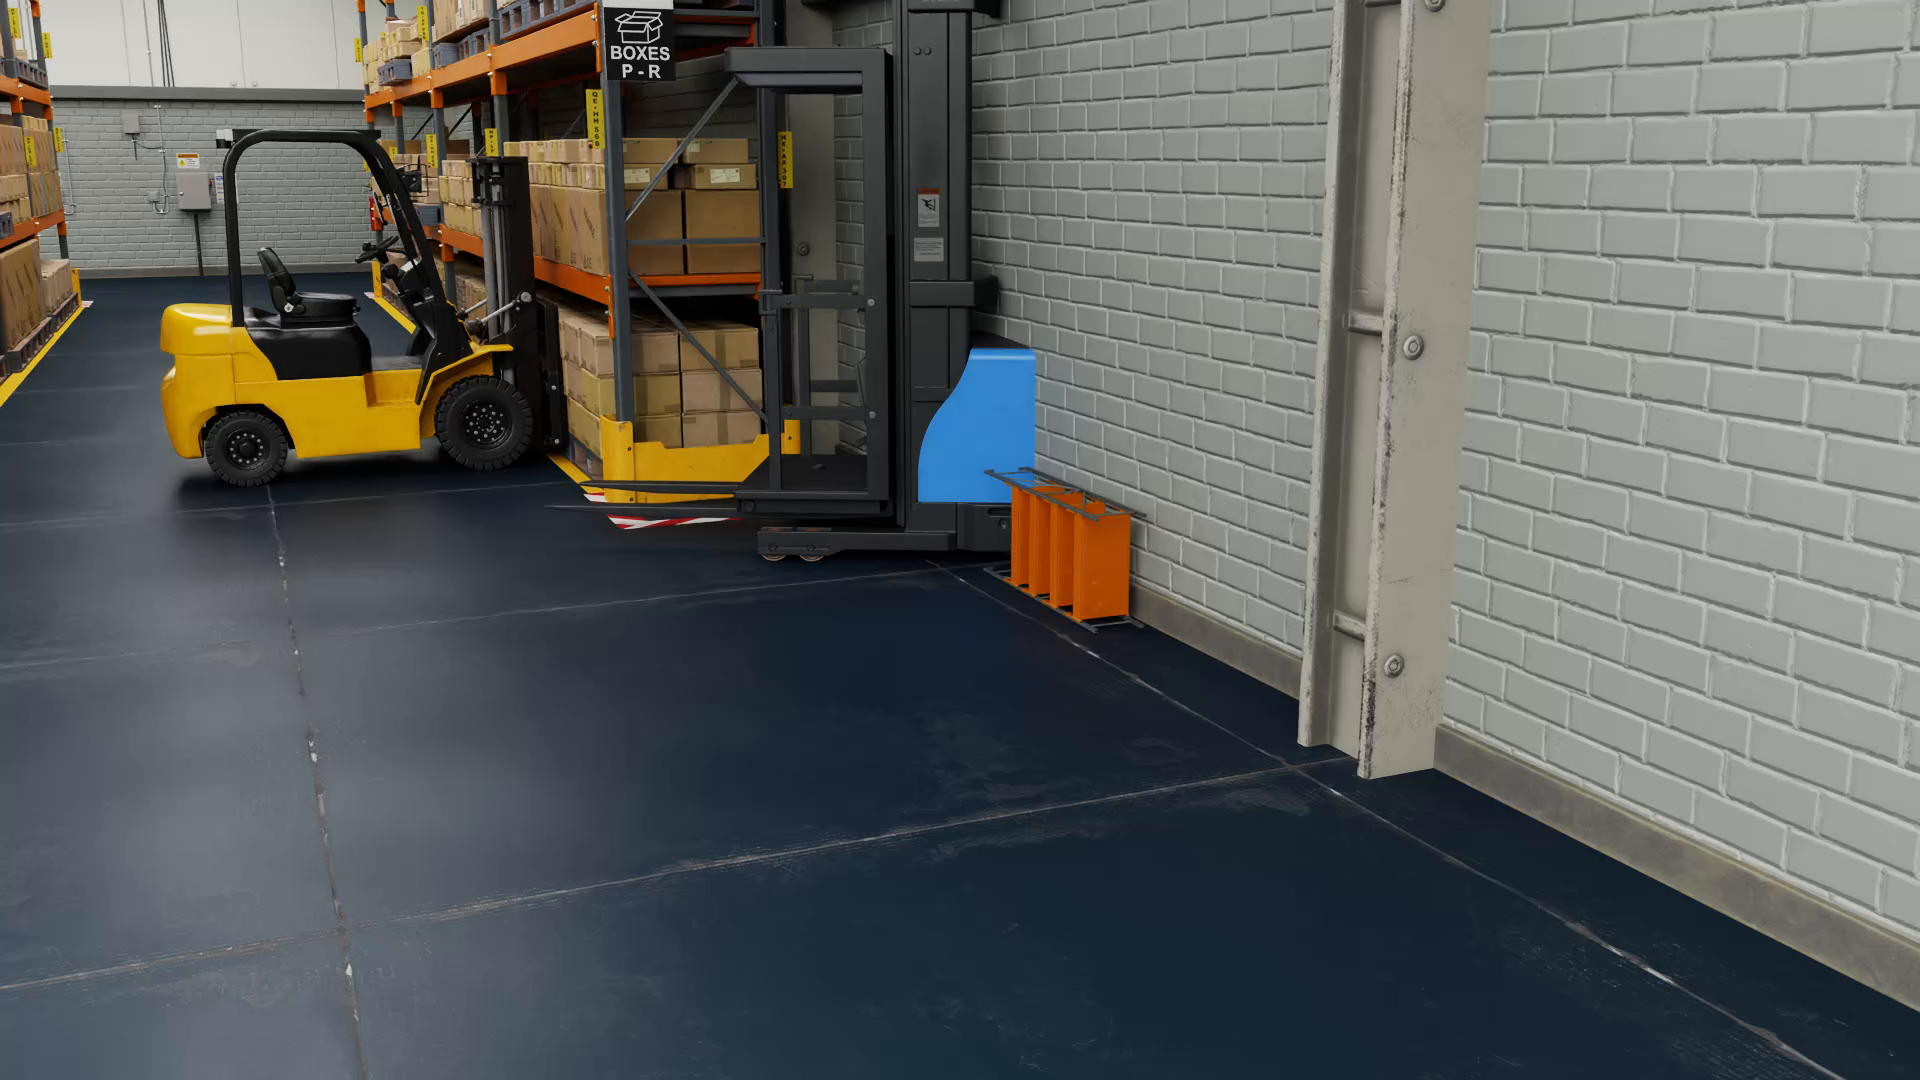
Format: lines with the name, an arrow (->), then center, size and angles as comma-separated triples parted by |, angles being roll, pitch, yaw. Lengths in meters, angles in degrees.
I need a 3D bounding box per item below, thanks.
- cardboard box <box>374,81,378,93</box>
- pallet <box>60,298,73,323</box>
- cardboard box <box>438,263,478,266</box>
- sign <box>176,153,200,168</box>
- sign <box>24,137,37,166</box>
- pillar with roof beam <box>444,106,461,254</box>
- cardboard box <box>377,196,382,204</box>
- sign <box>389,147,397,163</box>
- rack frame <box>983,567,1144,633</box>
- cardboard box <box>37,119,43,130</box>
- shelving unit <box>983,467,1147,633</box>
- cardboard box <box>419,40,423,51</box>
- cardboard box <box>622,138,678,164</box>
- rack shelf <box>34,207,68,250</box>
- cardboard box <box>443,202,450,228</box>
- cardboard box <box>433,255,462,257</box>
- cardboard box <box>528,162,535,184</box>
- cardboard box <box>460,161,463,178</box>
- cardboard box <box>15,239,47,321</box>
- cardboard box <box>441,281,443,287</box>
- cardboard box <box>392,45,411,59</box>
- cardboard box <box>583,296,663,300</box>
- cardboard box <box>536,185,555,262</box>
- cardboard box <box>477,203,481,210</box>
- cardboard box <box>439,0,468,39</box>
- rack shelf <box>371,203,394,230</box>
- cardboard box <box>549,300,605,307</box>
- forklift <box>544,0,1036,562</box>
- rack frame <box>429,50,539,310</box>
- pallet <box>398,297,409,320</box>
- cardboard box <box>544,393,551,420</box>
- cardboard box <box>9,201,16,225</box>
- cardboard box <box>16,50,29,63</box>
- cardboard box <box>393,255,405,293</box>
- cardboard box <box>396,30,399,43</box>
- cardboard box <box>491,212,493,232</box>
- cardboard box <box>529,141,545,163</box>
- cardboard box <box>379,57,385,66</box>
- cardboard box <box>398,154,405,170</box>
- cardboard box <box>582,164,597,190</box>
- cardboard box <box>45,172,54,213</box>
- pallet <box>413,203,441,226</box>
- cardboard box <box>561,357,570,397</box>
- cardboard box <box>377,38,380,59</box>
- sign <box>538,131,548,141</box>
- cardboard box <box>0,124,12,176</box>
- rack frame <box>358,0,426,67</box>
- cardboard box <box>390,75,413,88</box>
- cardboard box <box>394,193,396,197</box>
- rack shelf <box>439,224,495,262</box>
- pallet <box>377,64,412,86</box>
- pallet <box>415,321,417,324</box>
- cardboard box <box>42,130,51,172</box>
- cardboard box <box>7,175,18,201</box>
cardboard box -> -7.522, -5.975, 21.939 | 0.380, 0.149, 0.250 | -6, 14, -23
pallet -> -11.631, -2.831, 20.634 | 1.003, 0.211, 1.213 | -6, 14, -23
cardboard box -> -5.390, -2.890, 17.876 | 0.380, 0.149, 0.250 | -6, 14, -25
sign -> -12.939, -6.362, 27.874 | 0.339, 0.242, 0.001 | -6, 14, -23
sign -> -10.413, -4.349, 18.618 | 0.100, 0.325, 0.005 | -6, 14, -23
pillar with roof beam -> -12.160, -8.221, 24.433 | 9.100, 9.000, 0.400 | -6, 14, -23
cardboard box -> -8.081, -4.833, 23.658 | 0.380, 0.149, 0.250 | -6, 14, -23
sign -> -6.853, -4.593, 20.144 | 0.100, 0.325, 0.005 | -6, 14, -23
rack frame -> 0.455, 0.257, 7.694 | 0.240, 0.015, 1.200 | -5, 14, -22
cardboard box -> -11.813, -5.243, 20.995 | 0.380, 0.149, 0.250 | -5, 14, -22
shelving unit -> 0.455, 0.020, 7.639 | 0.258, 0.503, 1.200 | -5, 14, -22
cardboard box -> -5.611, -5.298, 17.904 | 0.380, 0.149, 0.250 | -5, 14, -21
cardboard box -> -1.889, -2.307, 9.867 | 0.380, 0.149, 0.250 | -6, 14, -23
rack shelf -> -11.707, -3.836, 20.386 | 1.077, 0.370, 4.000 | -6, 14, -23
cardboard box -> -4.803, -3.209, 16.415 | 0.500, 0.250, 0.500 | -6, 14, -23
cardboard box -> -5.976, -3.214, 19.278 | 0.380, 0.149, 0.250 | -6, 14, -23
cardboard box -> -2.898, -2.628, 11.911 | 0.380, 0.149, 0.250 | -6, 14, -24
cardboard box -> -4.373, -3.402, 15.257 | 0.380, 0.149, 0.250 | -5, 14, -22
cardboard box -> -10.584, -2.822, 18.189 | 0.875, 0.875, 0.875 | -5, 14, -21
cardboard box -> -5.314, -2.555, 17.868 | 0.500, 0.500, 0.500 | -6, 14, -24
cardboard box -> -6.193, -5.506, 18.758 | 0.380, 0.149, 0.250 | -6, 14, -24
cardboard box -> -2.564, -1.734, 12.658 | 0.500, 0.250, 0.500 | -6, 14, -24
cardboard box -> -2.606, -2.186, 11.442 | 0.500, 0.500, 0.500 | -6, 14, -23
cardboard box -> -3.798, -2.924, 14.074 | 0.500, 0.250, 0.500 | -6, 14, -24
cardboard box -> -4.396, -4.892, 15.328 | 0.700, 0.500, 0.500 | -6, 14, -24
rack shelf -> -7.160, -4.285, 22.326 | 1.077, 0.370, 4.000 | -6, 14, -23
cardboard box -> -2.843, -1.585, 12.014 | 0.500, 0.250, 0.500 | -5, 14, -21
forklift -> -0.628, -1.437, 8.579 | 3.031, 2.935, 1.130 | 1, 13, 4
rack frame -> -4.757, -3.396, 16.889 | 1.000, 3.000, 0.127 | -6, 14, -23
pallet -> -6.633, -3.005, 21.388 | 1.003, 0.211, 1.213 | -6, 14, -23
cardboard box -> -2.641, -0.989, 11.659 | 0.500, 0.250, 0.500 | -5, 14, -21
cardboard box -> -9.897, -3.312, 16.862 | 0.500, 0.250, 0.500 | -6, 14, -23
cardboard box -> -12.245, -6.156, 21.343 | 0.500, 0.250, 0.500 | -7, 15, -28
cardboard box -> -7.081, -3.506, 21.977 | 0.700, 0.500, 0.500 | -6, 14, -25
cardboard box -> -6.062, -5.598, 18.496 | 0.380, 0.149, 0.250 | -6, 14, -23
cardboard box -> -3.596, -2.577, 13.683 | 0.500, 0.250, 0.500 | -5, 14, -22
cardboard box -> -2.863, -2.775, 11.887 | 0.380, 0.149, 0.250 | -6, 14, -24
cardboard box -> -7.000, -5.939, 20.898 | 0.500, 0.250, 0.500 | -6, 14, -25
cardboard box -> -6.163, -4.248, 19.420 | 0.700, 0.500, 0.500 | -5, 14, -22
cardboard box -> -2.078, -2.204, 10.080 | 0.380, 0.149, 0.250 | -5, 14, -22
cardboard box -> -11.451, -4.256, 20.386 | 0.500, 0.500, 0.500 | -5, 14, -21
pallet -> -5.093, -3.436, 17.488 | 1.213, 0.211, 1.003 | -6, 14, -23
cardboard box -> -2.451, -1.133, 11.171 | 0.500, 0.250, 0.500 | -6, 14, -24
cardboard box -> -7.189, -6.291, 21.310 | 0.500, 0.250, 0.500 | -5, 14, -22
sign -> -4.250, -4.011, 16.978 | 0.100, 0.325, 0.005 | -6, 14, -23
cardboard box -> -9.877, -3.921, 16.719 | 0.500, 0.500, 0.500 | -5, 14, -22
rack frame -> -7.962, -7.971, 23.354 | 1.000, 3.000, 0.127 | -6, 14, -23
cardboard box -> -6.774, -5.609, 20.355 | 0.380, 0.149, 0.250 | -6, 14, -23
cardboard box -> -7.001, -4.479, 21.244 | 0.500, 0.250, 0.500 | -6, 14, -23
rack shelf -> -3.956, -2.632, 15.185 | 1.077, 0.370, 4.000 | -6, 14, -23
pallet -> -6.162, -5.451, 19.533 | 1.213, 0.211, 1.003 | -6, 14, -23
pallet -> -5.999, -2.699, 20.063 | 1.003, 0.211, 1.213 | -6, 14, -23
cardboard box -> -11.665, -4.849, 20.731 | 0.500, 0.500, 0.500 | -6, 14, -23
cardboard box -> -9.866, -3.561, 16.827 | 0.500, 0.250, 0.500 | -5, 14, -22
